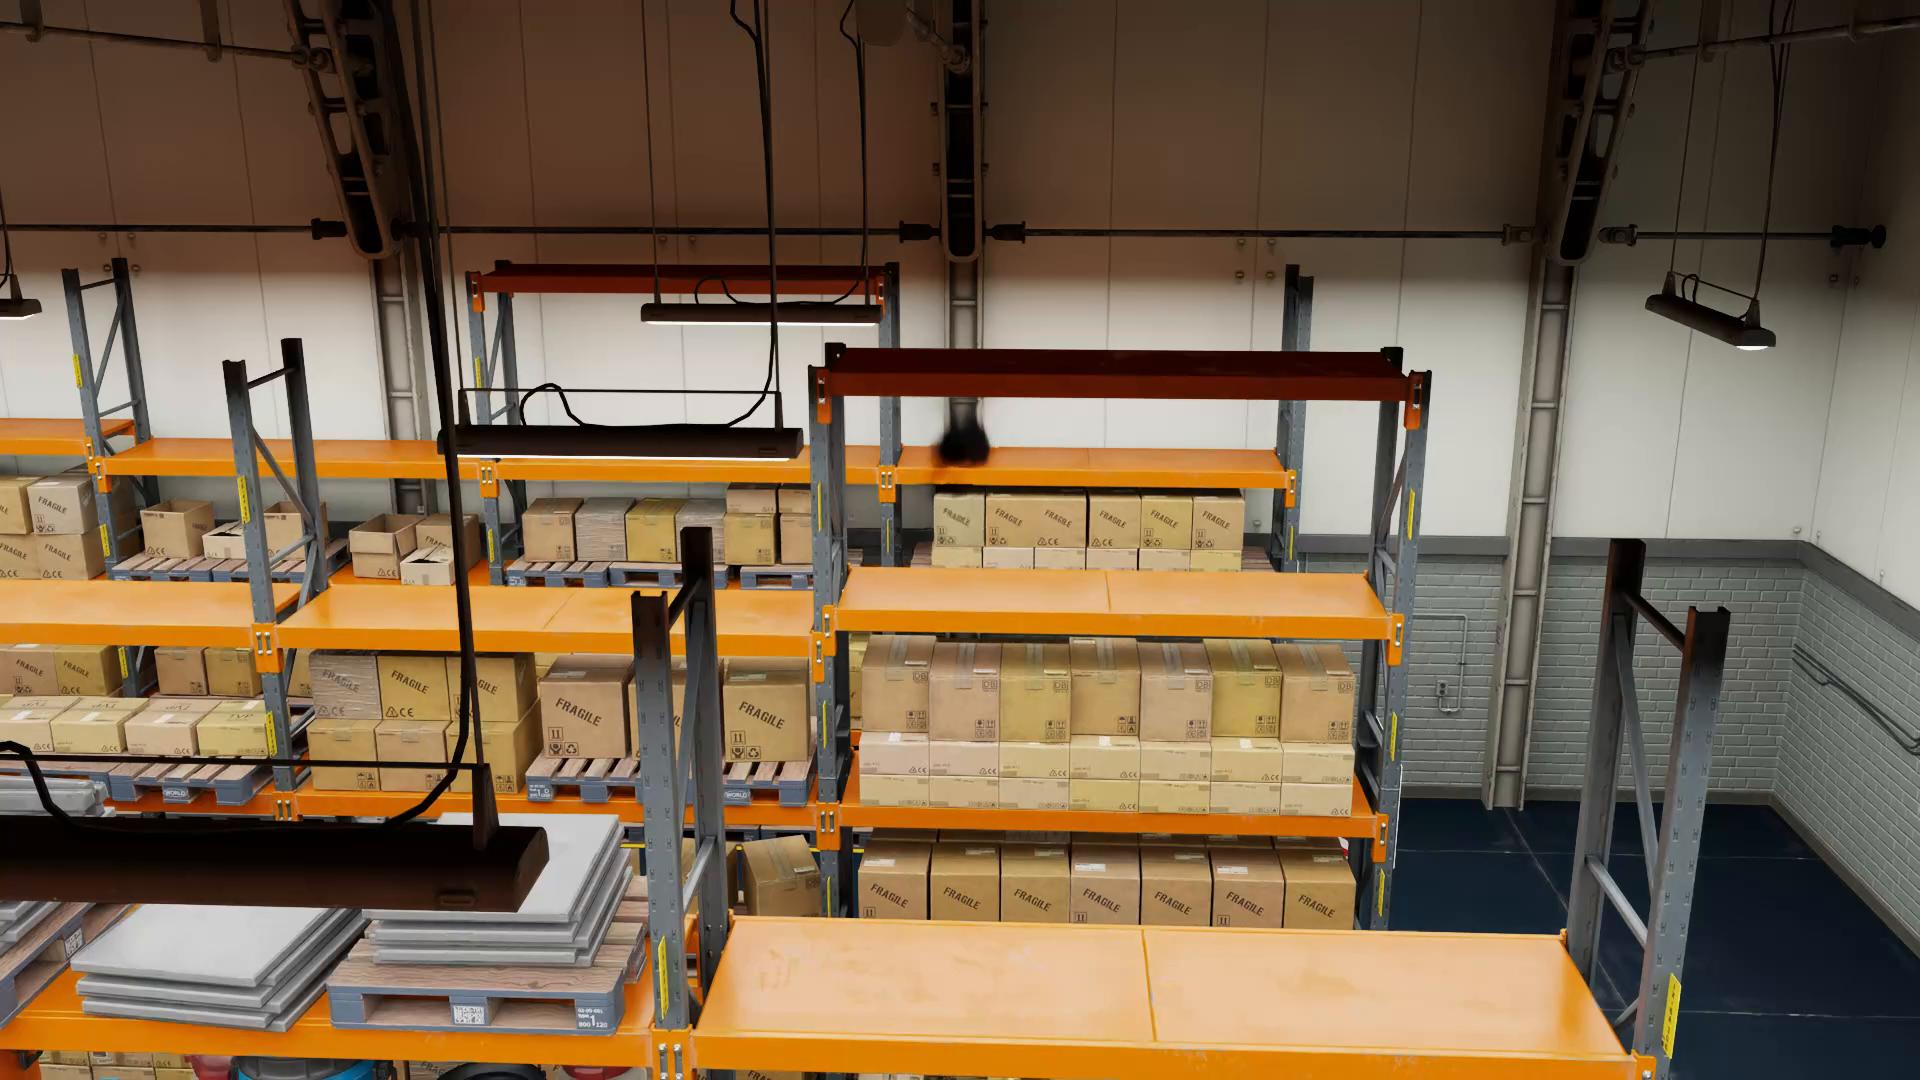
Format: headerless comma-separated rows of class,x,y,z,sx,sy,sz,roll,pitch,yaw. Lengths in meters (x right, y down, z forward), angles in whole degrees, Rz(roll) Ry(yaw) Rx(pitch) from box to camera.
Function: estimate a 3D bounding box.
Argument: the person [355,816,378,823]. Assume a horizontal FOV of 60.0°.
person,-5.052,3.187,15.036,0.946,1.424,0.620,5,17,17
